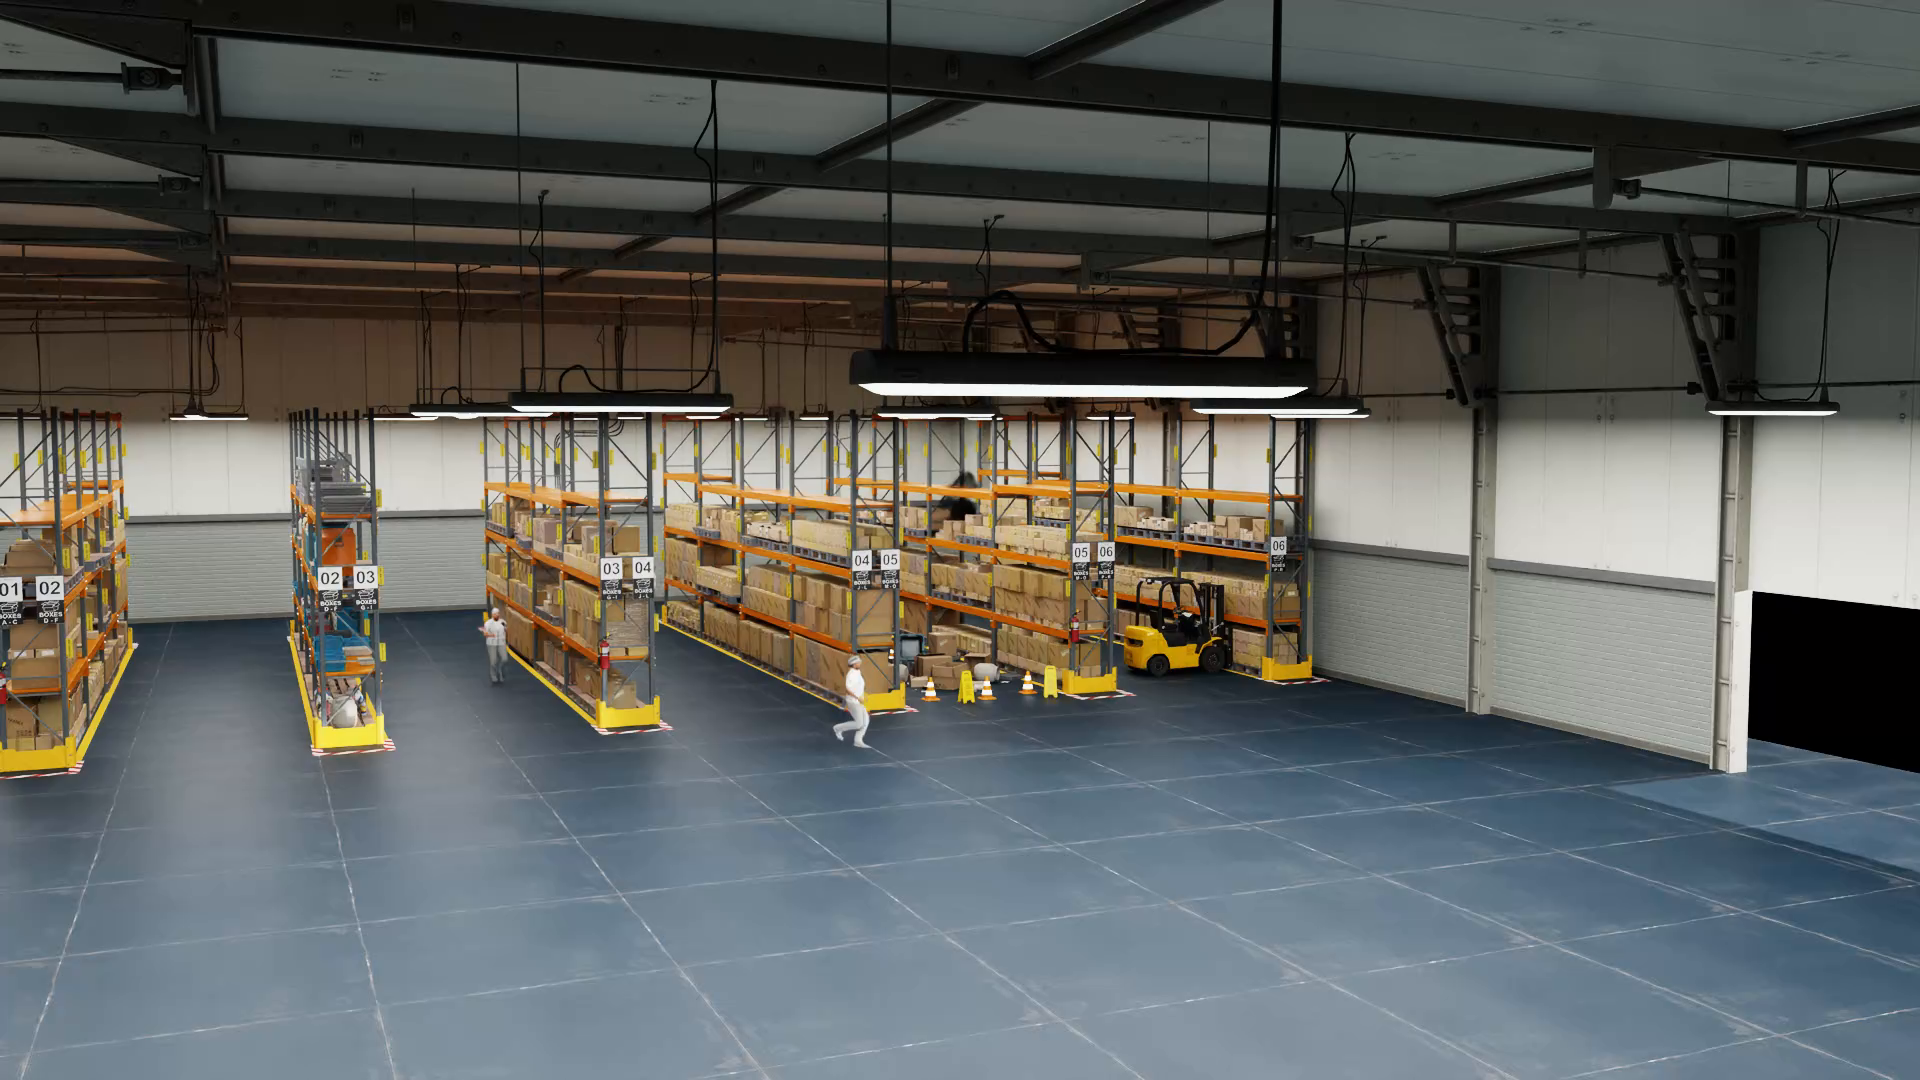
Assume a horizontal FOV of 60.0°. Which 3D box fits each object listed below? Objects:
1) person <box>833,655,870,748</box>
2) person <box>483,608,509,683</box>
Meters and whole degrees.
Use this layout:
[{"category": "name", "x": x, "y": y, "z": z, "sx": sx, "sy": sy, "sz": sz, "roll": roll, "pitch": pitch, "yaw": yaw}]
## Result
[{"category": "person", "x": -1.911, "y": 2.849, "z": 29.395, "sx": 0.639, "sy": 1.667, "sz": 0.562, "roll": 0, "pitch": 4, "yaw": 7}, {"category": "person", "x": -10.204, "y": 2.340, "z": 36.700, "sx": 0.587, "sy": 1.649, "sz": 0.610, "roll": -2, "pitch": 4, "yaw": -26}]
